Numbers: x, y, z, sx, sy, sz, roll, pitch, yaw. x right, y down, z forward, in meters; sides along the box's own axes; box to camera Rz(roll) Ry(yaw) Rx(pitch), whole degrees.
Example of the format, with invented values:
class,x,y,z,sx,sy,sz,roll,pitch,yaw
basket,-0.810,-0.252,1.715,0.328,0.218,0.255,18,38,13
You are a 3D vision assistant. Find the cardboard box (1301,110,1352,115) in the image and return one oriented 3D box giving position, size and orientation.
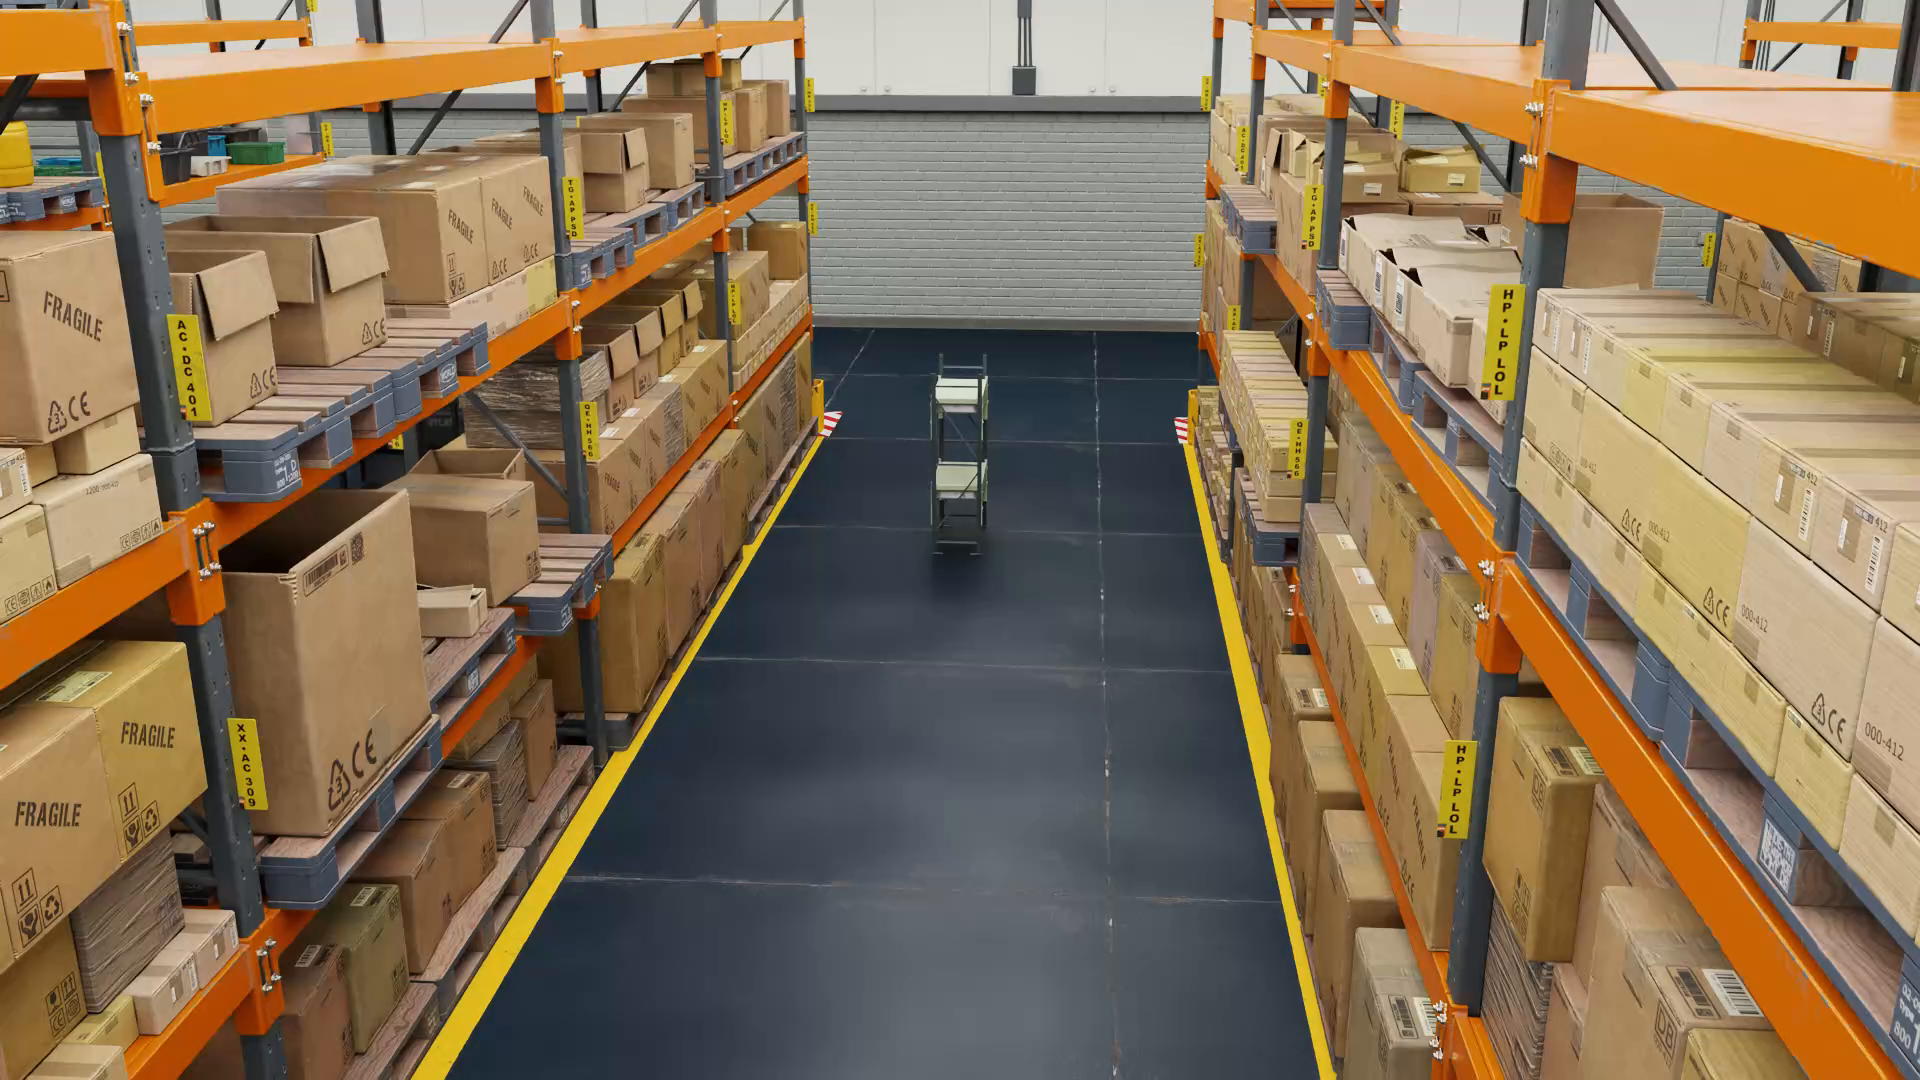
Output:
class,x,y,z,sx,sy,sz,roll,pitch,yaw
cardboard box,2.967,-3.393,13.440,0.380,0.149,0.250,1,18,2

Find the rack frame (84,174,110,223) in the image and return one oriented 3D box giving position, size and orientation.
class,x,y,z,sx,sy,sz,roll,pitch,yaw
rack frame,-7.252,-1.456,13.548,1.000,3.000,0.127,1,18,4

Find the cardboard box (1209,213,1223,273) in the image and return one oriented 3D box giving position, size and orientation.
class,x,y,z,sx,sy,sz,roll,pitch,yaw
cardboard box,2.529,-2.658,14.973,0.500,0.500,0.500,1,18,3

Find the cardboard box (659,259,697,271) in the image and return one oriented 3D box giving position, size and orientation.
class,x,y,z,sx,sy,sz,roll,pitch,yaw
cardboard box,-2.506,-2.076,14.000,0.500,0.500,0.500,1,18,4

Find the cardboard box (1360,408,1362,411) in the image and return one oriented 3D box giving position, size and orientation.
class,x,y,z,sx,sy,sz,roll,pitch,yaw
cardboard box,2.626,-0.705,10.030,0.380,0.149,0.250,1,18,2

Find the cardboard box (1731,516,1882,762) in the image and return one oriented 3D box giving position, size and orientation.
class,x,y,z,sx,sy,sz,roll,pitch,yaw
cardboard box,1.634,0.155,2.743,0.500,0.250,0.500,1,18,4

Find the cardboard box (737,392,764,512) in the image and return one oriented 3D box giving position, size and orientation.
class,x,y,z,sx,sy,sz,roll,pitch,yaw
cardboard box,-2.185,-0.738,14.097,0.875,0.875,0.875,1,18,4

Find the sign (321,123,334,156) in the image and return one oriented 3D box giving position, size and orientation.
class,x,y,z,sx,sy,sz,roll,pitch,yaw
sign,-6.415,-4.066,16.867,0.100,0.325,0.005,1,18,4

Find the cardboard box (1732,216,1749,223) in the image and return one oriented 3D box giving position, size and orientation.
class,x,y,z,sx,sy,sz,roll,pitch,yaw
cardboard box,7.558,-3.093,15.737,0.380,0.149,0.250,2,18,5

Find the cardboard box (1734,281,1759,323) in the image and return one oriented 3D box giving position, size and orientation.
class,x,y,z,sx,sy,sz,roll,pitch,yaw
cardboard box,7.530,-2.113,15.395,0.500,0.500,0.500,1,18,3

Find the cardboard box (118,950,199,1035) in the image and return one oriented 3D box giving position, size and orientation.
class,x,y,z,sx,sy,sz,roll,pitch,yaw
cardboard box,-2.635,1.410,5.207,0.380,0.149,0.250,1,18,4

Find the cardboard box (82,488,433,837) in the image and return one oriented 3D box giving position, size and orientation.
class,x,y,z,sx,sy,sz,roll,pitch,yaw
cardboard box,-2.689,0.411,6.213,1.000,1.000,1.000,1,18,4

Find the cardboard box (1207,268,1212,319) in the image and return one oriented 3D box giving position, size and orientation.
class,x,y,z,sx,sy,sz,roll,pitch,yaw
cardboard box,2.594,-2.334,15.591,0.500,0.500,0.500,1,18,4

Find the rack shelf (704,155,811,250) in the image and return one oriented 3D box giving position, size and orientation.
class,x,y,z,sx,sy,sz,roll,pitch,yaw
rack shelf,-2.168,-3.050,14.752,1.077,0.370,4.000,1,18,4

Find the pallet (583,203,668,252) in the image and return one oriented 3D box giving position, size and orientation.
class,x,y,z,sx,sy,sz,roll,pitch,yaw
pallet,-2.528,-1.987,10.656,1.003,0.211,1.213,2,18,6

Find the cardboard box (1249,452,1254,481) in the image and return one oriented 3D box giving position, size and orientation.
class,x,y,z,sx,sy,sz,roll,pitch,yaw
cardboard box,1.977,-0.439,10.174,0.380,0.149,0.250,1,18,3

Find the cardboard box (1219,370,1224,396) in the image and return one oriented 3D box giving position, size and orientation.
class,x,y,z,sx,sy,sz,roll,pitch,yaw
cardboard box,2.141,-1.171,12.409,0.380,0.149,0.250,0,18,1

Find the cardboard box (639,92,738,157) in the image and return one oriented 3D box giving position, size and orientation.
class,x,y,z,sx,sy,sz,roll,pitch,yaw
cardboard box,-2.273,-3.477,13.903,0.700,0.500,0.500,2,18,7

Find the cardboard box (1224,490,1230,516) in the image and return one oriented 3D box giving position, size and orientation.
class,x,y,z,sx,sy,sz,roll,pitch,yaw
cardboard box,2.334,-0.294,13.430,0.380,0.149,0.250,2,18,5

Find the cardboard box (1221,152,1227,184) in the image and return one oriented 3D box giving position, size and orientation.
class,x,y,z,sx,sy,sz,roll,pitch,yaw
cardboard box,2.514,-3.182,14.240,0.500,0.250,0.500,1,18,4

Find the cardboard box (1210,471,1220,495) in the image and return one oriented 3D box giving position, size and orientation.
class,x,y,z,sx,sy,sz,roll,pitch,yaw
cardboard box,2.391,-0.499,14.532,0.380,0.149,0.250,1,18,4

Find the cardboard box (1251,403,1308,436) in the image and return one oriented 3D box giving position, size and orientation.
class,x,y,z,sx,sy,sz,roll,pitch,yaw
cardboard box,1.974,-0.728,10.102,0.380,0.149,0.250,2,18,6

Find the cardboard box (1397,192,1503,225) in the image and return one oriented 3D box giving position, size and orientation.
class,x,y,z,sx,sy,sz,roll,pitch,yaw
cardboard box,2.648,-1.605,9.026,0.500,0.500,0.500,1,18,4

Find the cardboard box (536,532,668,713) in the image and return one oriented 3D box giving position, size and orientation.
class,x,y,z,sx,sy,sz,roll,pitch,yaw
cardboard box,-2.528,0.493,10.338,1.225,0.875,0.875,0,18,1

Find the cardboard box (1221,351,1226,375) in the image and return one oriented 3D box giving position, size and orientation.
class,x,y,z,sx,sy,sz,roll,pitch,yaw
cardboard box,2.141,-1.312,12.363,0.380,0.149,0.250,2,18,5

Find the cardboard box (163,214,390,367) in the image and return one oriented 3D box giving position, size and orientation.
class,x,y,z,sx,sy,sz,roll,pitch,yaw
cardboard box,-2.686,-0.971,6.412,0.797,0.503,0.637,2,18,6

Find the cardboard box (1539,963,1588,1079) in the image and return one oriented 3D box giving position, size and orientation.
class,x,y,z,sx,sy,sz,roll,pitch,yaw
cardboard box,2.023,1.496,4.298,0.875,0.550,0.550,1,18,4

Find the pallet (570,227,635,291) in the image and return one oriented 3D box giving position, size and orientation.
class,x,y,z,sx,sy,sz,roll,pitch,yaw
pallet,-2.605,-1.640,9.596,1.213,0.211,1.003,2,18,6

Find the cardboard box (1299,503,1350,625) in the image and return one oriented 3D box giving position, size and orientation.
class,x,y,z,sx,sy,sz,roll,pitch,yaw
cardboard box,2.040,0.125,8.563,0.500,0.500,0.500,1,18,5

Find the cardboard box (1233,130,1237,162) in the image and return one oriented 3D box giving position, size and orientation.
class,x,y,z,sx,sy,sz,roll,pitch,yaw
cardboard box,2.457,-3.105,13.203,0.500,0.250,0.500,1,18,2

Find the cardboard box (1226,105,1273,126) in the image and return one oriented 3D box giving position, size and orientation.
class,x,y,z,sx,sy,sz,roll,pitch,yaw
cardboard box,2.443,-3.569,13.978,0.380,0.149,0.250,1,18,3

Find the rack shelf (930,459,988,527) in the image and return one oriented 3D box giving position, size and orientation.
class,x,y,z,sx,sy,sz,roll,pitch,yaw
rack shelf,0.000,-0.401,13.785,0.431,0.370,0.720,1,18,4

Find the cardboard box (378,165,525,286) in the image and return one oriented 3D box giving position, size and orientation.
class,x,y,z,sx,sy,sz,roll,pitch,yaw
cardboard box,-2.409,-1.500,7.903,0.500,0.500,0.500,1,18,4

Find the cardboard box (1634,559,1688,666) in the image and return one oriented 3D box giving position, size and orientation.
class,x,y,z,sx,sy,sz,roll,pitch,yaw
cardboard box,1.618,0.150,3.399,0.380,0.149,0.250,1,18,3

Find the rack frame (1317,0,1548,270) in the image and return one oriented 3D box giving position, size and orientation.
class,x,y,z,sx,sy,sz,roll,pitch,yaw
rack frame,2.341,-2.812,8.052,1.000,3.000,0.127,1,18,4

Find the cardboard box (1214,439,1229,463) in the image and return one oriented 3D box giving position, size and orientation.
class,x,y,z,sx,sy,sz,roll,pitch,yaw
cardboard box,2.407,-0.770,14.403,0.380,0.149,0.250,0,18,1

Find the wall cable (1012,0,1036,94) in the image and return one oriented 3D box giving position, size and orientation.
class,x,y,z,sx,sy,sz,roll,pitch,yaw
wall cable,1.818,-8.646,20.692,2.277,5.999,0.120,1,18,4

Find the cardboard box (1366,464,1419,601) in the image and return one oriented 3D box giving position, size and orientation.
class,x,y,z,sx,sy,sz,roll,pitch,yaw
cardboard box,2.230,-0.028,7.424,0.700,0.500,0.500,1,18,3

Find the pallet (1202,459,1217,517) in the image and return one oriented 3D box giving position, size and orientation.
class,x,y,z,sx,sy,sz,roll,pitch,yaw
pallet,2.726,-0.467,15.010,1.003,0.211,1.213,1,18,4

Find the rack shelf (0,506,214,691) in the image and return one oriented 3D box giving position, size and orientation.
class,x,y,z,sx,sy,sz,roll,pitch,yaw
rack shelf,-3.029,0.677,3.377,1.077,0.370,4.000,1,18,4

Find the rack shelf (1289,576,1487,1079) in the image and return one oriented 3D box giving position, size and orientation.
class,x,y,z,sx,sy,sz,roll,pitch,yaw
rack shelf,2.198,1.002,7.202,1.077,0.370,4.000,1,18,4

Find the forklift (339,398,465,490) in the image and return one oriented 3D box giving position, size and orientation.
class,x,y,z,sx,sy,sz,roll,pitch,yaw
forklift,-4.611,-1.479,13.729,1.130,2.935,3.031,1,18,2

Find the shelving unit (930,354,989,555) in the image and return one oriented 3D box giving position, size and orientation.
class,x,y,z,sx,sy,sz,roll,pitch,yaw
shelving unit,0.000,-0.711,13.683,0.431,1.500,0.755,1,18,4

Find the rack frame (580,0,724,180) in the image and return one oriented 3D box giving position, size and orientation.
class,x,y,z,sx,sy,sz,roll,pitch,yaw
rack frame,-2.312,-4.196,12.277,1.000,3.000,0.127,1,18,4

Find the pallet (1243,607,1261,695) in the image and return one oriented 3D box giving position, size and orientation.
class,x,y,z,sx,sy,sz,roll,pitch,yaw
pallet,2.489,0.744,11.314,1.003,0.211,1.213,1,18,4

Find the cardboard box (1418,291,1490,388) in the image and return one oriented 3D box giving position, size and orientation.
class,x,y,z,sx,sy,sz,roll,pitch,yaw
cardboard box,1.924,-0.708,5.855,0.500,0.250,0.500,1,18,3

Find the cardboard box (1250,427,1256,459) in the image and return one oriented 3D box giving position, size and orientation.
class,x,y,z,sx,sy,sz,roll,pitch,yaw
cardboard box,1.975,-0.588,10.152,0.380,0.149,0.250,1,18,4

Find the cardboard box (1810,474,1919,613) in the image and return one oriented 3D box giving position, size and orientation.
class,x,y,z,sx,sy,sz,roll,pitch,yaw
cardboard box,1.563,0.006,2.558,0.380,0.149,0.250,1,18,4

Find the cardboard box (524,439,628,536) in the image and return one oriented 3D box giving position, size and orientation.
class,x,y,z,sx,sy,sz,roll,pitch,yaw
cardboard box,-2.292,-0.295,9.846,0.500,0.500,0.500,2,18,6

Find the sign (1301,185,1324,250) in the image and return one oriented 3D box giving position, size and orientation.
class,x,y,z,sx,sy,sz,roll,pitch,yaw
sign,1.800,-1.645,8.477,0.100,0.325,0.005,1,18,4

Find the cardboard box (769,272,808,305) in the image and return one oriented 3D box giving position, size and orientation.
class,x,y,z,sx,sy,sz,roll,pitch,yaw
cardboard box,-1.795,-2.501,16.502,0.500,0.250,0.500,1,18,3

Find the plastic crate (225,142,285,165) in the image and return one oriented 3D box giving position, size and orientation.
class,x,y,z,sx,sy,sz,roll,pitch,yaw
plastic crate,-6.751,-3.710,15.951,0.450,0.188,0.336,1,18,4

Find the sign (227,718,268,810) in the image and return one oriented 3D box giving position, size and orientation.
class,x,y,z,sx,sy,sz,roll,pitch,yaw
sign,-2.344,0.738,5.464,0.100,0.325,0.005,1,18,4

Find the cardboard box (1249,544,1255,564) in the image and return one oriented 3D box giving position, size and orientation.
class,x,y,z,sx,sy,sz,roll,pitch,yaw
cardboard box,2.235,-0.024,11.314,0.500,0.250,0.500,2,18,6

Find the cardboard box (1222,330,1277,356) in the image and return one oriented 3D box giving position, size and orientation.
class,x,y,z,sx,sy,sz,roll,pitch,yaw
cardboard box,2.141,-1.454,12.316,0.380,0.149,0.250,2,18,7

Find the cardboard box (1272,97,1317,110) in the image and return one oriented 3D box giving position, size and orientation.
class,x,y,z,sx,sy,sz,roll,pitch,yaw
cardboard box,3.051,-3.963,15.179,0.380,0.149,0.250,1,18,2

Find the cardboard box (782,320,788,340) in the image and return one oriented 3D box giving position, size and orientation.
class,x,y,z,sx,sy,sz,roll,pitch,yaw
cardboard box,-1.812,-1.952,15.467,0.380,0.149,0.250,1,18,4
